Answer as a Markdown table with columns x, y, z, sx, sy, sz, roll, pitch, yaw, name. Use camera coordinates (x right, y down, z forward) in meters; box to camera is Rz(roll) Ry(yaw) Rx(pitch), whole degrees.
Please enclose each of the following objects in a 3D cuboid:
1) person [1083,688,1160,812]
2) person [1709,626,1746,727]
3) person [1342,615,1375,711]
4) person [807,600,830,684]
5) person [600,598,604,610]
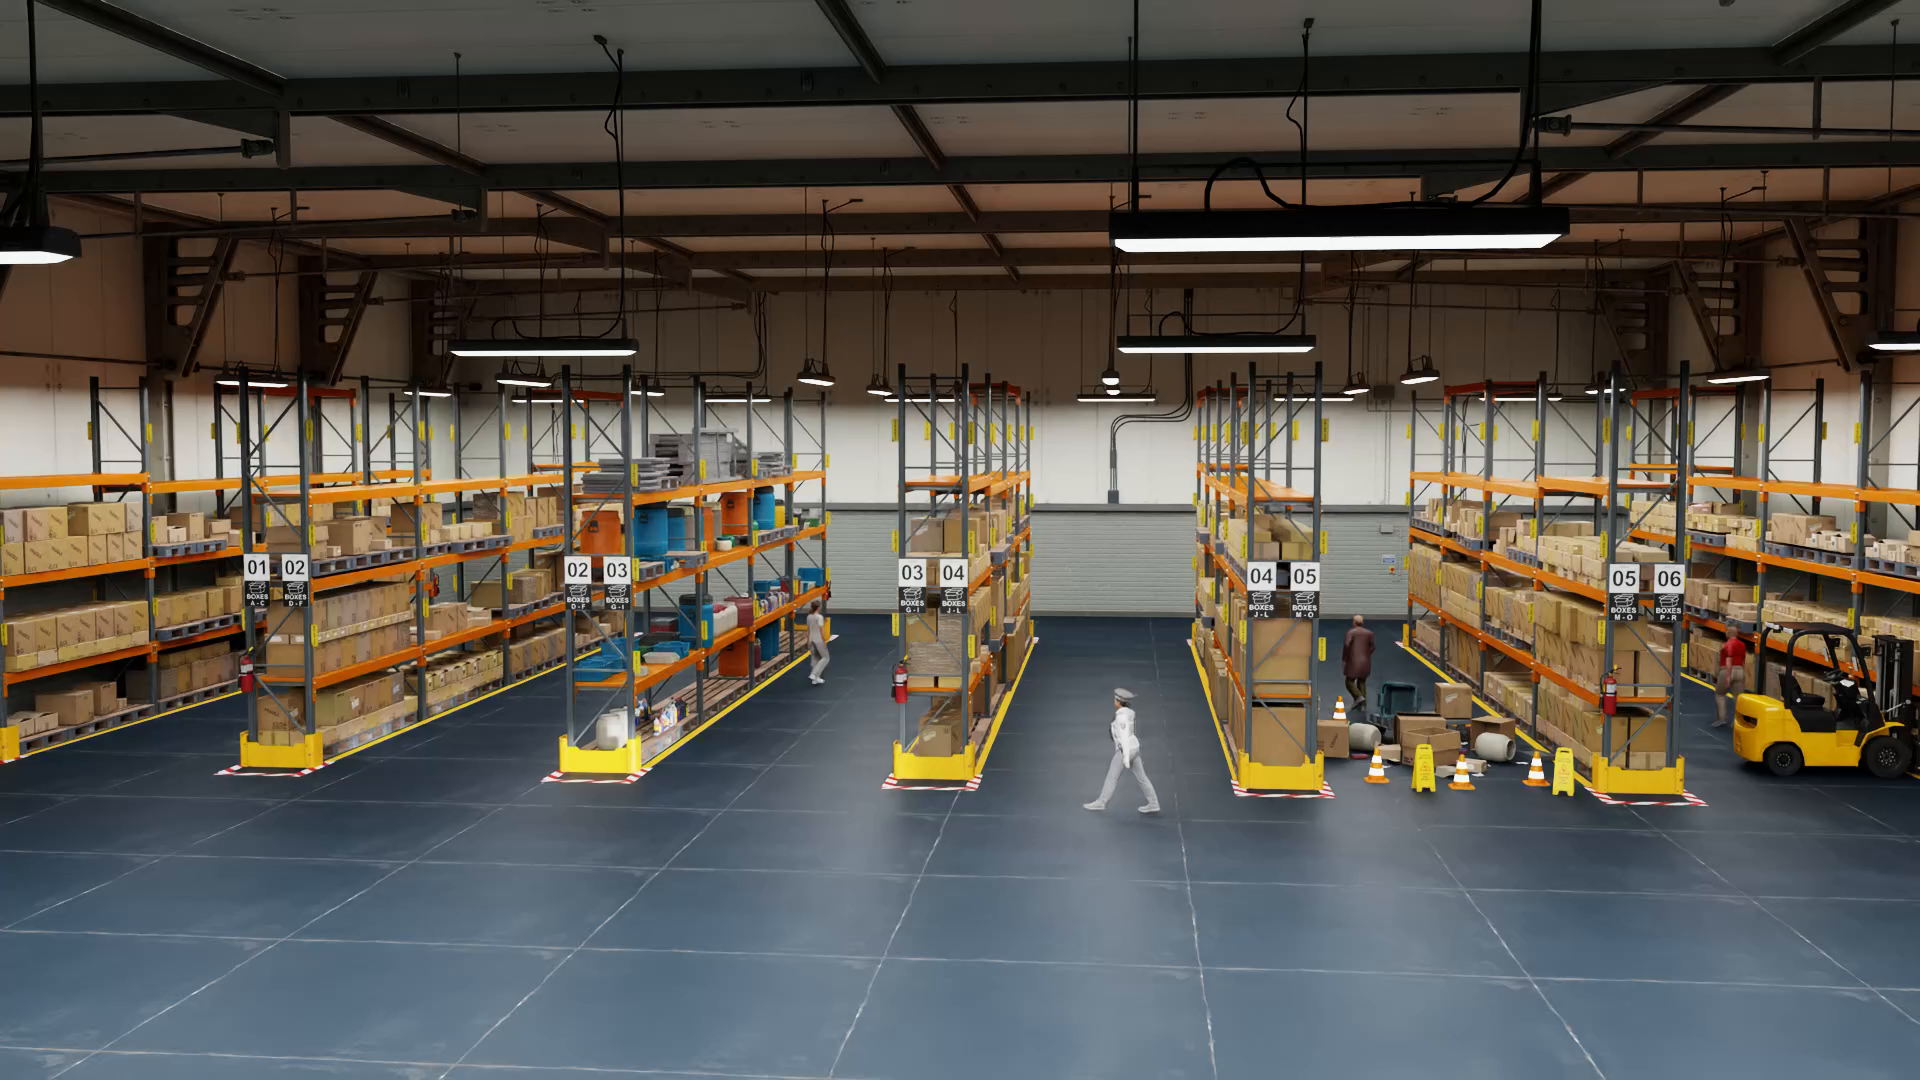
| x | y | z | sx | sy | sz | roll | pitch | yaw | name |
| --- | --- | --- | --- | --- | --- | --- | --- | --- | --- |
| 2.142 | 2.759 | 21.897 | 1.001 | 1.610 | 0.539 | 1 | 4 | 20 | person |
| 13.132 | 2.405 | 28.229 | 0.542 | 1.686 | 0.609 | 0 | 4 | -6 | person |
| 7.206 | 2.228 | 29.981 | 0.625 | 1.709 | 0.807 | 0 | 4 | -6 | person |
| -2.888 | 2.044 | 33.157 | 0.480 | 1.673 | 0.491 | 3 | 5 | 41 | person |
| -9.335 | 1.351 | 43.356 | 0.547 | 1.708 | 1.063 | 2 | 4 | 24 | person |
